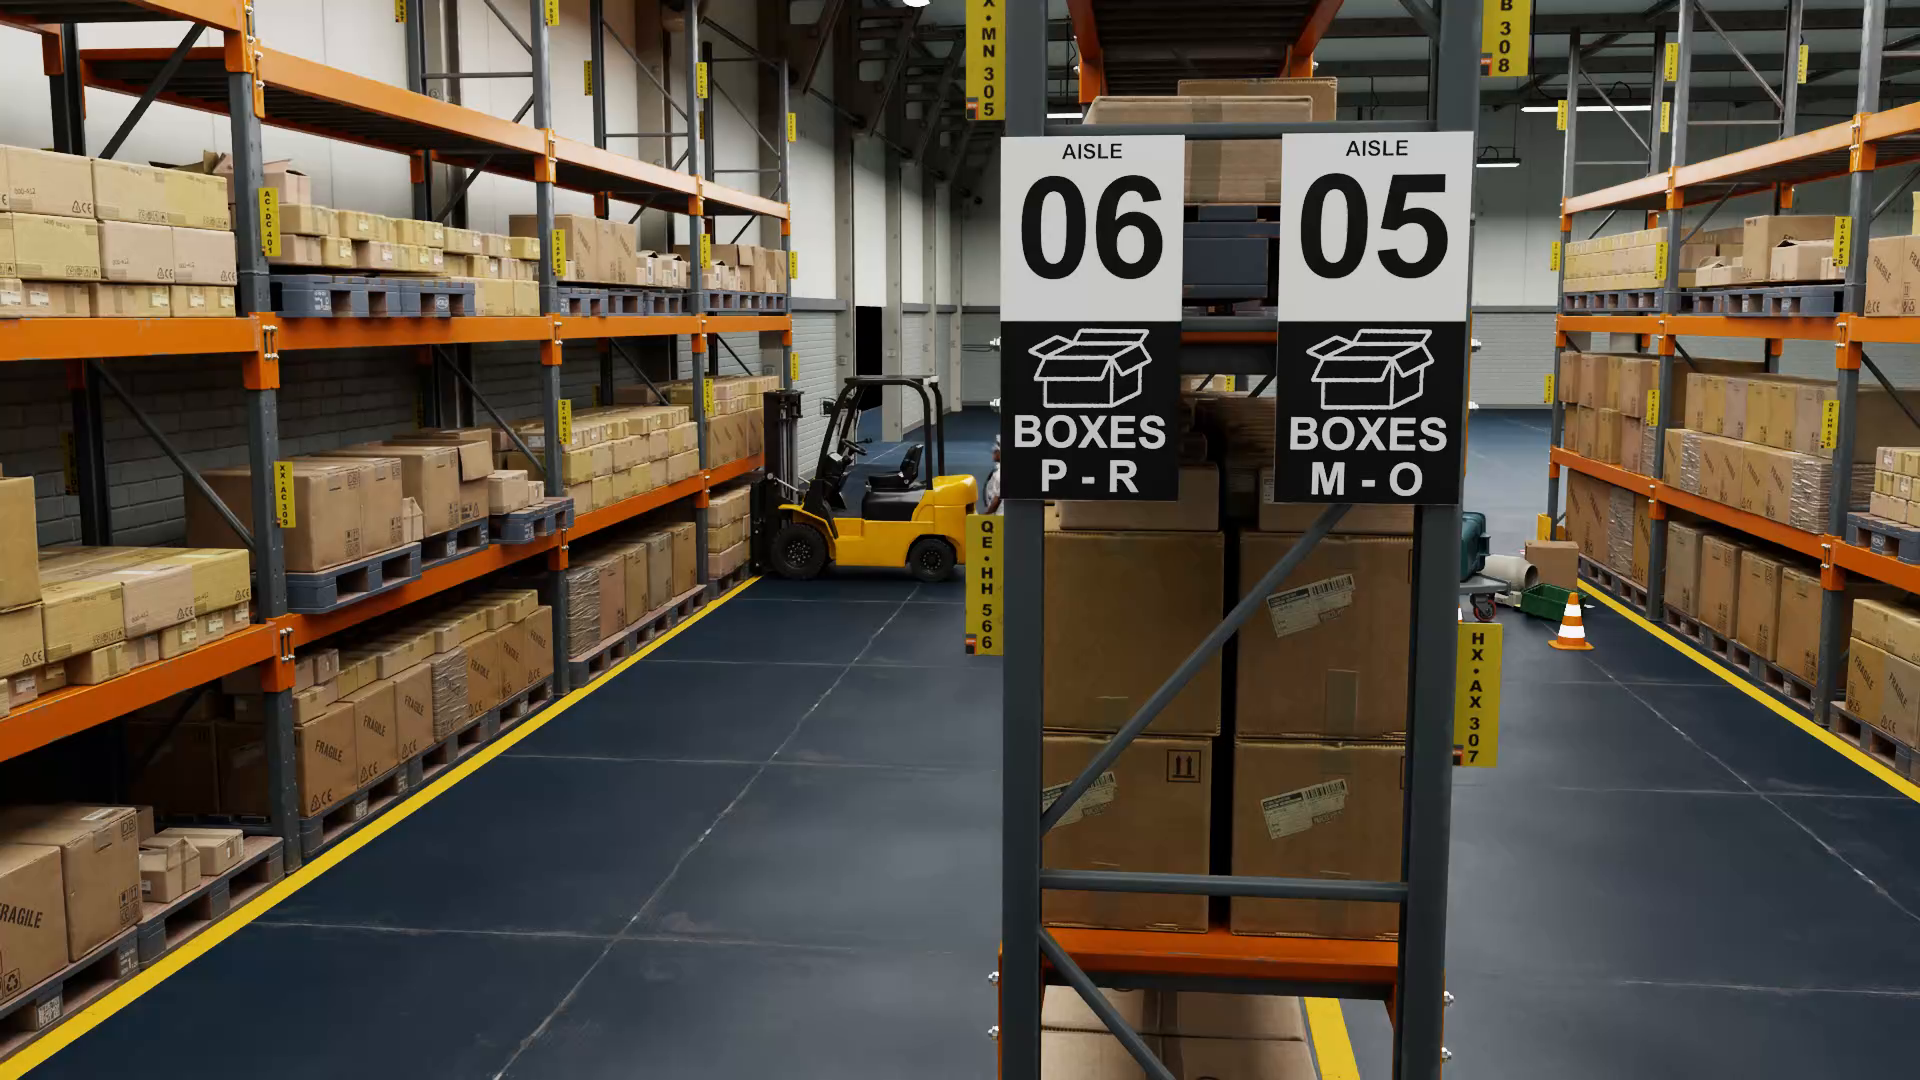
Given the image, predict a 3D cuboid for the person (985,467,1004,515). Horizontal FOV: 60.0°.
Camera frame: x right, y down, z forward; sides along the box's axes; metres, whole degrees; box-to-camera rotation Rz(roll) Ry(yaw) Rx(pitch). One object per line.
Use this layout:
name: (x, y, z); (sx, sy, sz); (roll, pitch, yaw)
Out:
person: (0.413, -0.048, 15.622); (0.328, 1.361, 0.418); (2, 8, 17)
